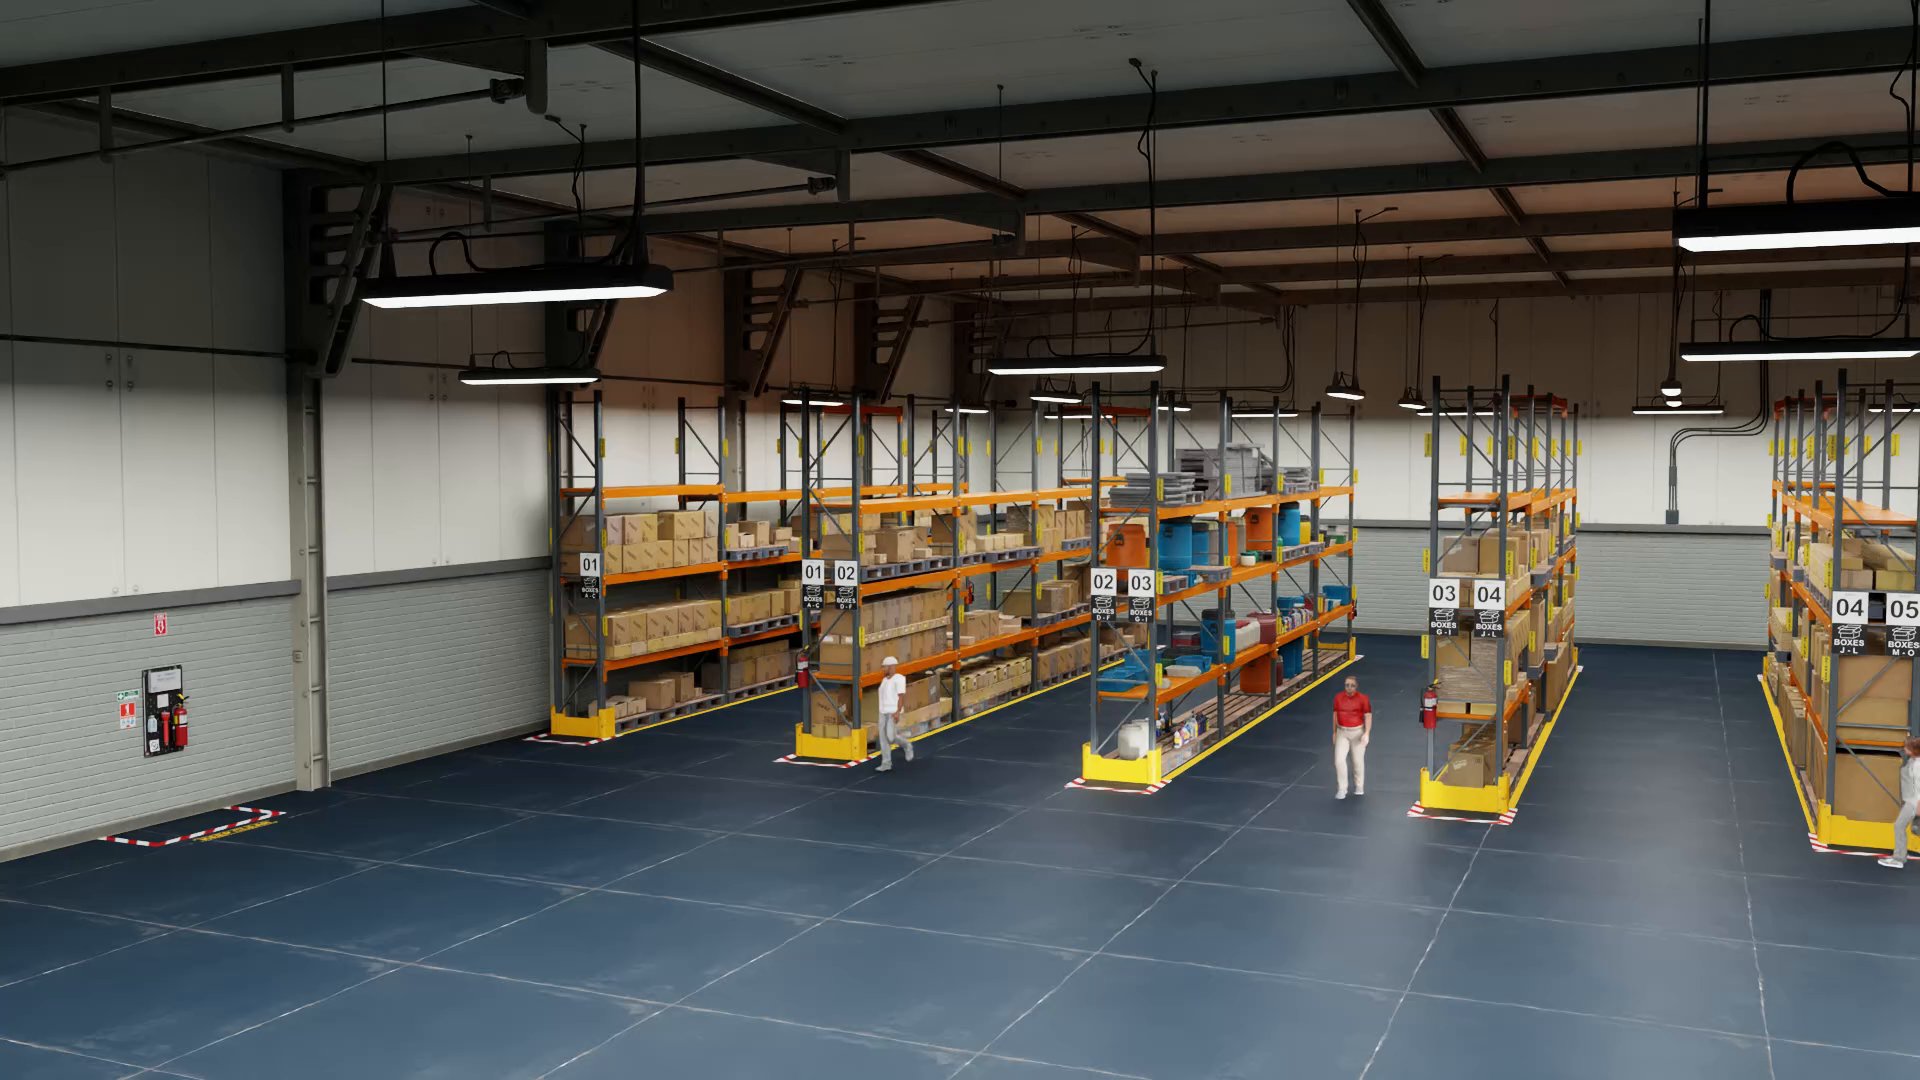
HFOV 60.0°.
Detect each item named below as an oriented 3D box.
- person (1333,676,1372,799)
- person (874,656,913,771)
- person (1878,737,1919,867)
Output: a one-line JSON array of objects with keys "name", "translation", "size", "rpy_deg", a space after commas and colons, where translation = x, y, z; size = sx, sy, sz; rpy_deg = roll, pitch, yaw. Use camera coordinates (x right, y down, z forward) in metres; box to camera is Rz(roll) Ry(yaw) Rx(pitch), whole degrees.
[{"name": "person", "translation": [5.631, 2.840, 23.923], "size": [0.582, 1.777, 0.591], "rpy_deg": [2, 4, 30]}, {"name": "person", "translation": [-1.085, 2.698, 25.909], "size": [0.676, 1.739, 0.616], "rpy_deg": [-2, 4, -37]}, {"name": "person", "translation": [11.346, 3.112, 19.704], "size": [0.790, 1.564, 0.415], "rpy_deg": [2, 4, 26]}]
